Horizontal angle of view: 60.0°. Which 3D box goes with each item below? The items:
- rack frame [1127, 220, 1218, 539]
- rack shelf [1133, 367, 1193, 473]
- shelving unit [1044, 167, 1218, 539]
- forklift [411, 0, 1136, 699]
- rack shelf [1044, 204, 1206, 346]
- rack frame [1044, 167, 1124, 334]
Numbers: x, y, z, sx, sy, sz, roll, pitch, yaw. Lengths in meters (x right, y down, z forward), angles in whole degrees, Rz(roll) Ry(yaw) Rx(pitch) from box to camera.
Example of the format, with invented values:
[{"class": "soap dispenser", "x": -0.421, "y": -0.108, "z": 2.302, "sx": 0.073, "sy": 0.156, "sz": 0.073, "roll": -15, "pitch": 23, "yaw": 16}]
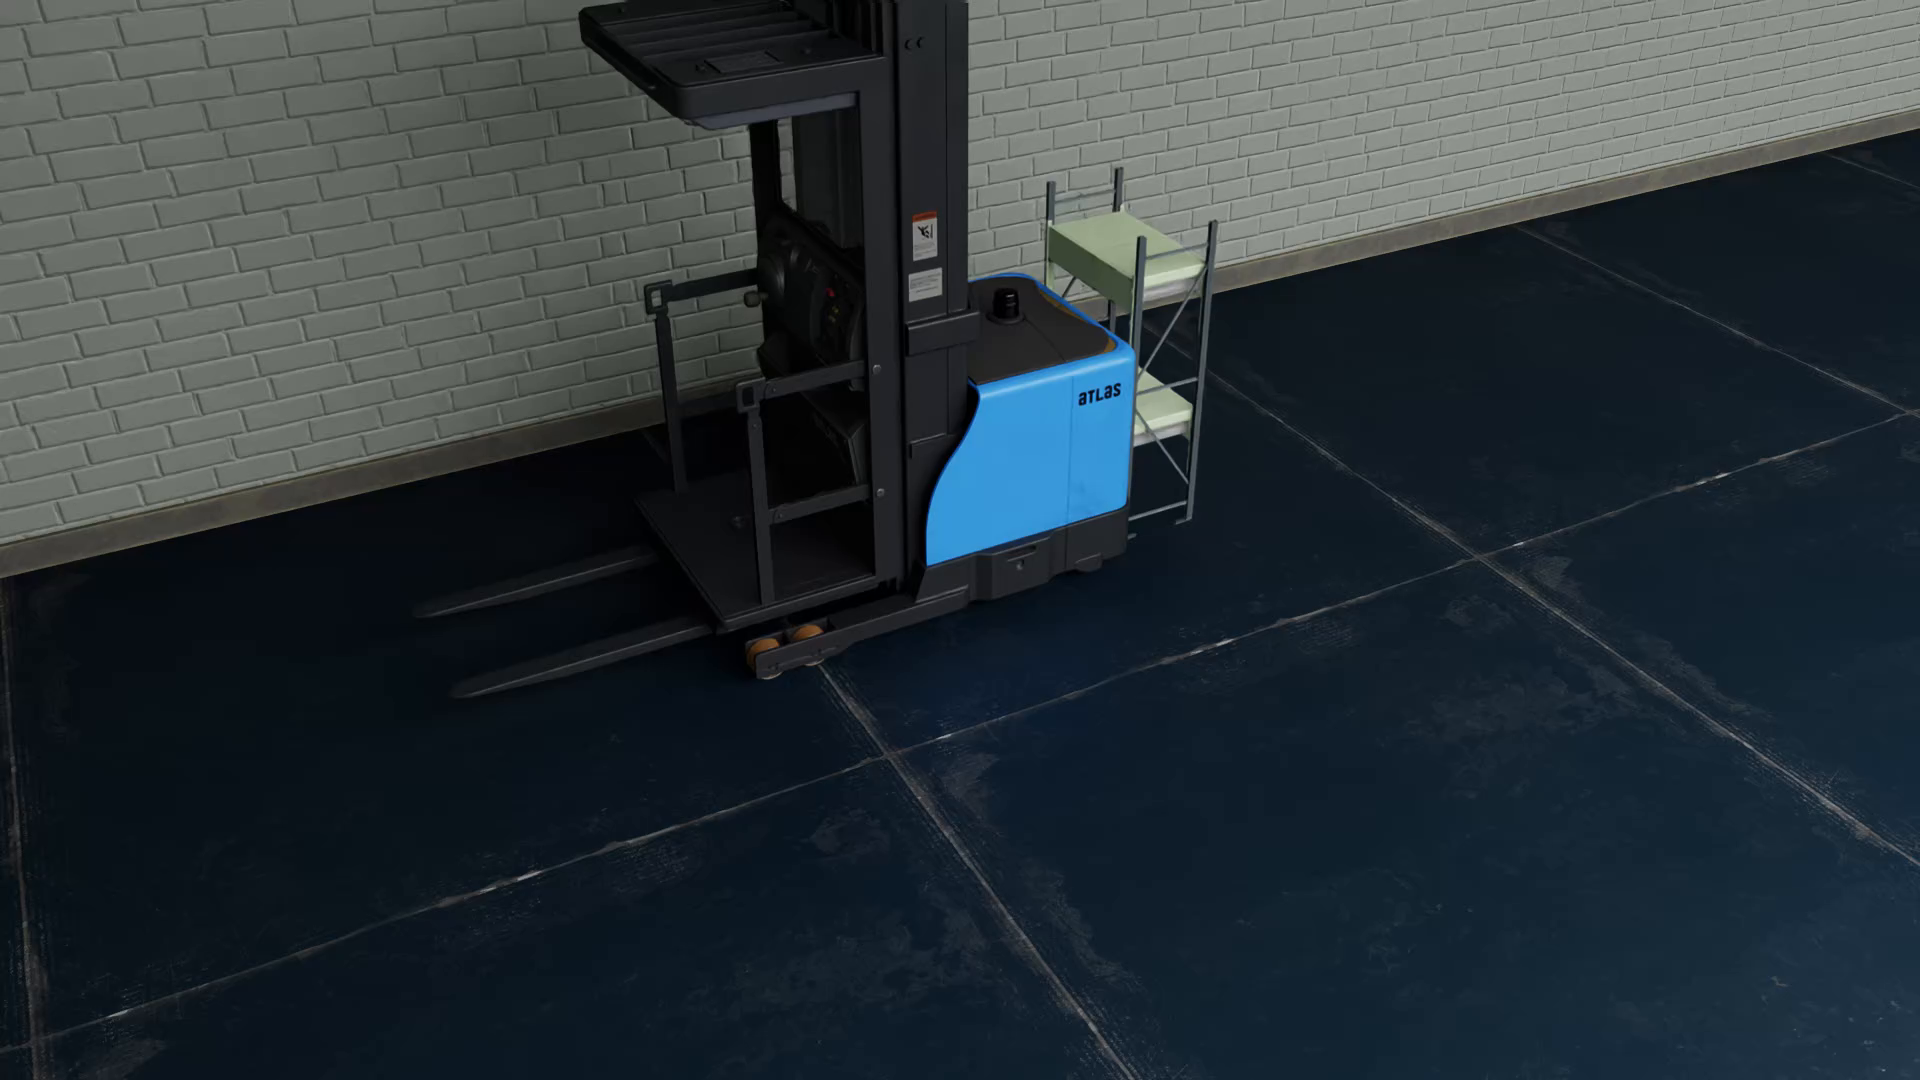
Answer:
[{"class": "rack frame", "x": 0.921, "y": -0.682, "z": 7.424, "sx": 0.400, "sy": 1.500, "sz": 0.023, "roll": -16, "pitch": 36, "yaw": -24}, {"class": "rack shelf", "x": 0.747, "y": -0.581, "z": 7.871, "sx": 0.431, "sy": 0.370, "sz": 0.720, "roll": -16, "pitch": 36, "yaw": -24}, {"class": "shelving unit", "x": 0.747, "y": -0.856, "z": 7.695, "sx": 0.431, "sy": 1.500, "sz": 0.755, "roll": -16, "pitch": 36, "yaw": -24}, {"class": "forklift", "x": -0.782, "y": -0.987, "z": 6.573, "sx": 3.031, "sy": 2.935, "sz": 1.130, "roll": -16, "pitch": 36, "yaw": -24}, {"class": "rack shelf", "x": 0.747, "y": -1.184, "z": 7.485, "sx": 0.431, "sy": 0.370, "sz": 0.720, "roll": -16, "pitch": 36, "yaw": -24}, {"class": "rack frame", "x": 0.572, "y": -1.029, "z": 7.966, "sx": 0.400, "sy": 1.500, "sz": 0.023, "roll": -16, "pitch": 36, "yaw": -24}]
